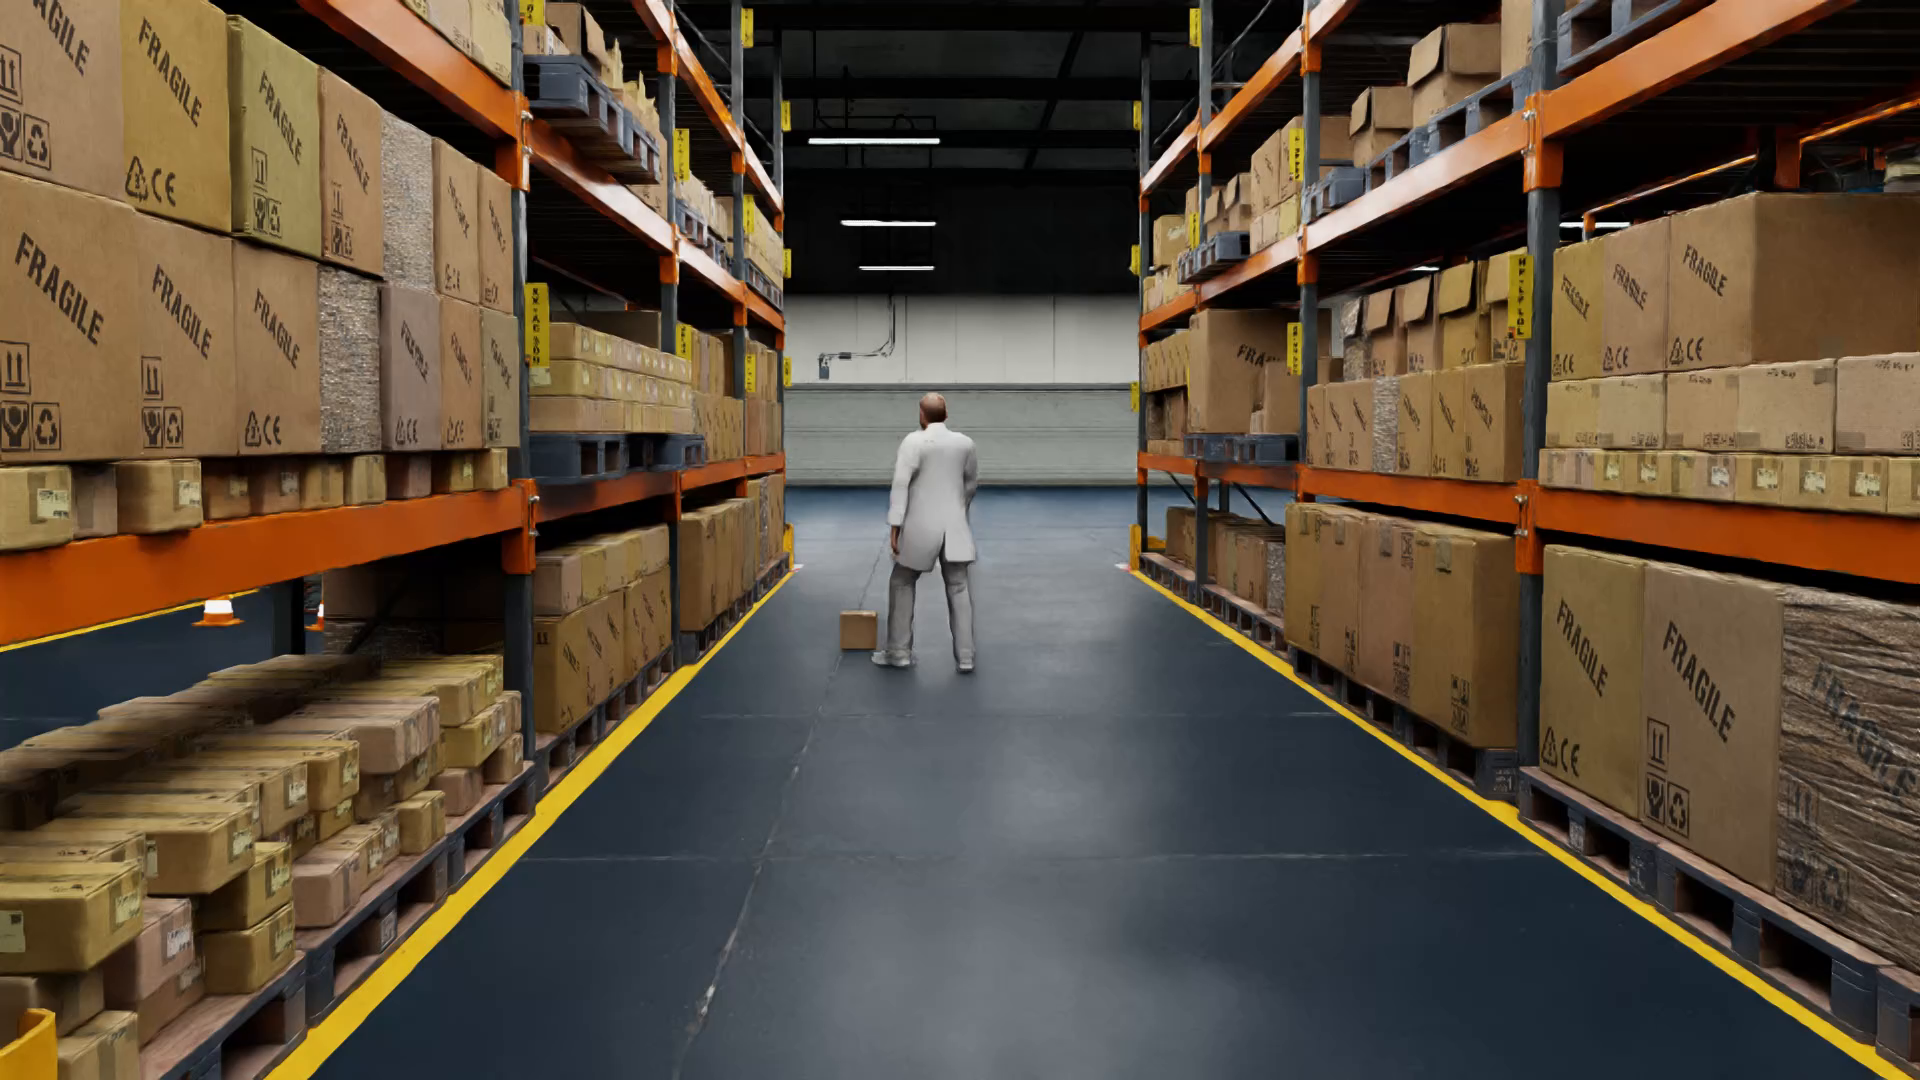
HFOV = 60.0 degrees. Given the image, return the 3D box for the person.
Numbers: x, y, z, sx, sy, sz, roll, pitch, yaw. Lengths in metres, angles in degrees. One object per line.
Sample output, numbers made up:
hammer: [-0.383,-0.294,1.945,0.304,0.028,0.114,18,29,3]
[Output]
person: [-0.194,-0.066,10.675,0.680,1.761,0.683,-2,4,-22]
